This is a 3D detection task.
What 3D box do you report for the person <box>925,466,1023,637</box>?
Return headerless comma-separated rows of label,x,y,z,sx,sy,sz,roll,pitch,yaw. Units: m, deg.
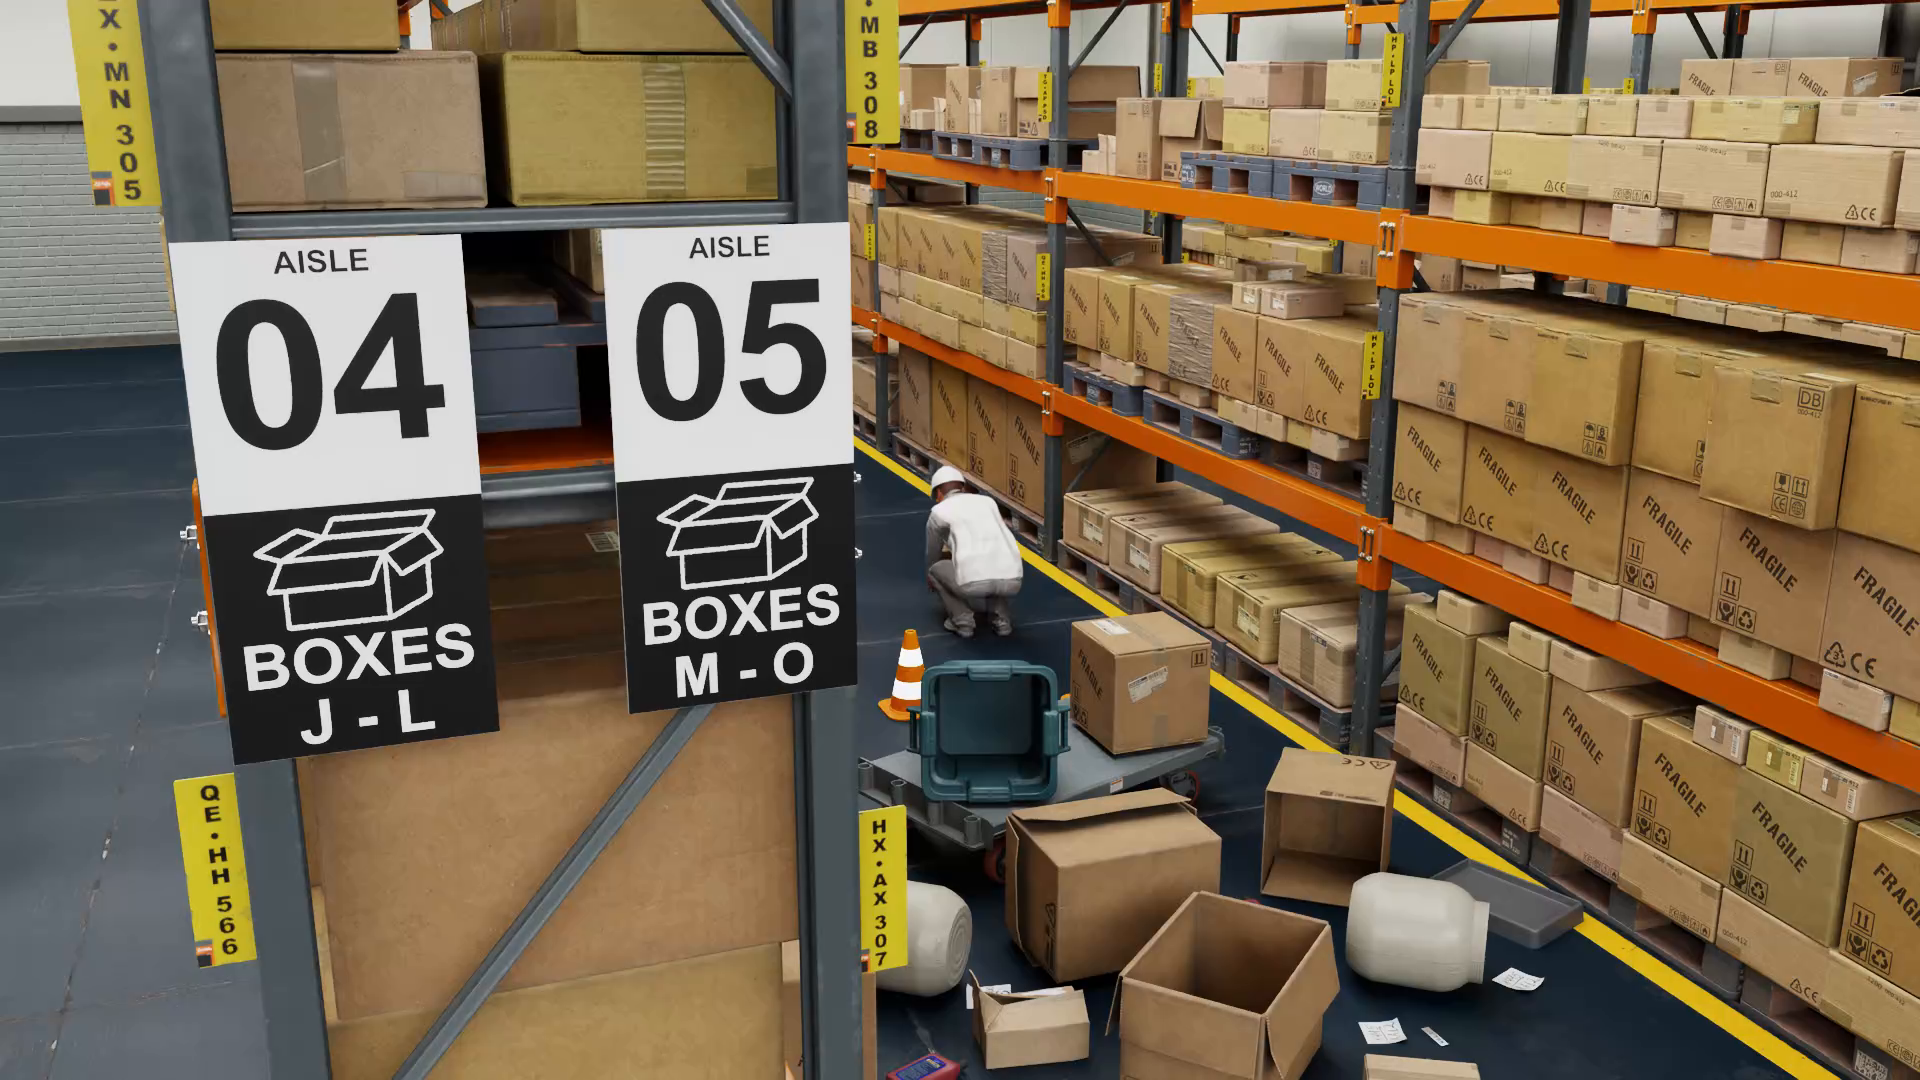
person,0.062,0.076,10.658,0.526,1.010,0.873,-6,17,-21
